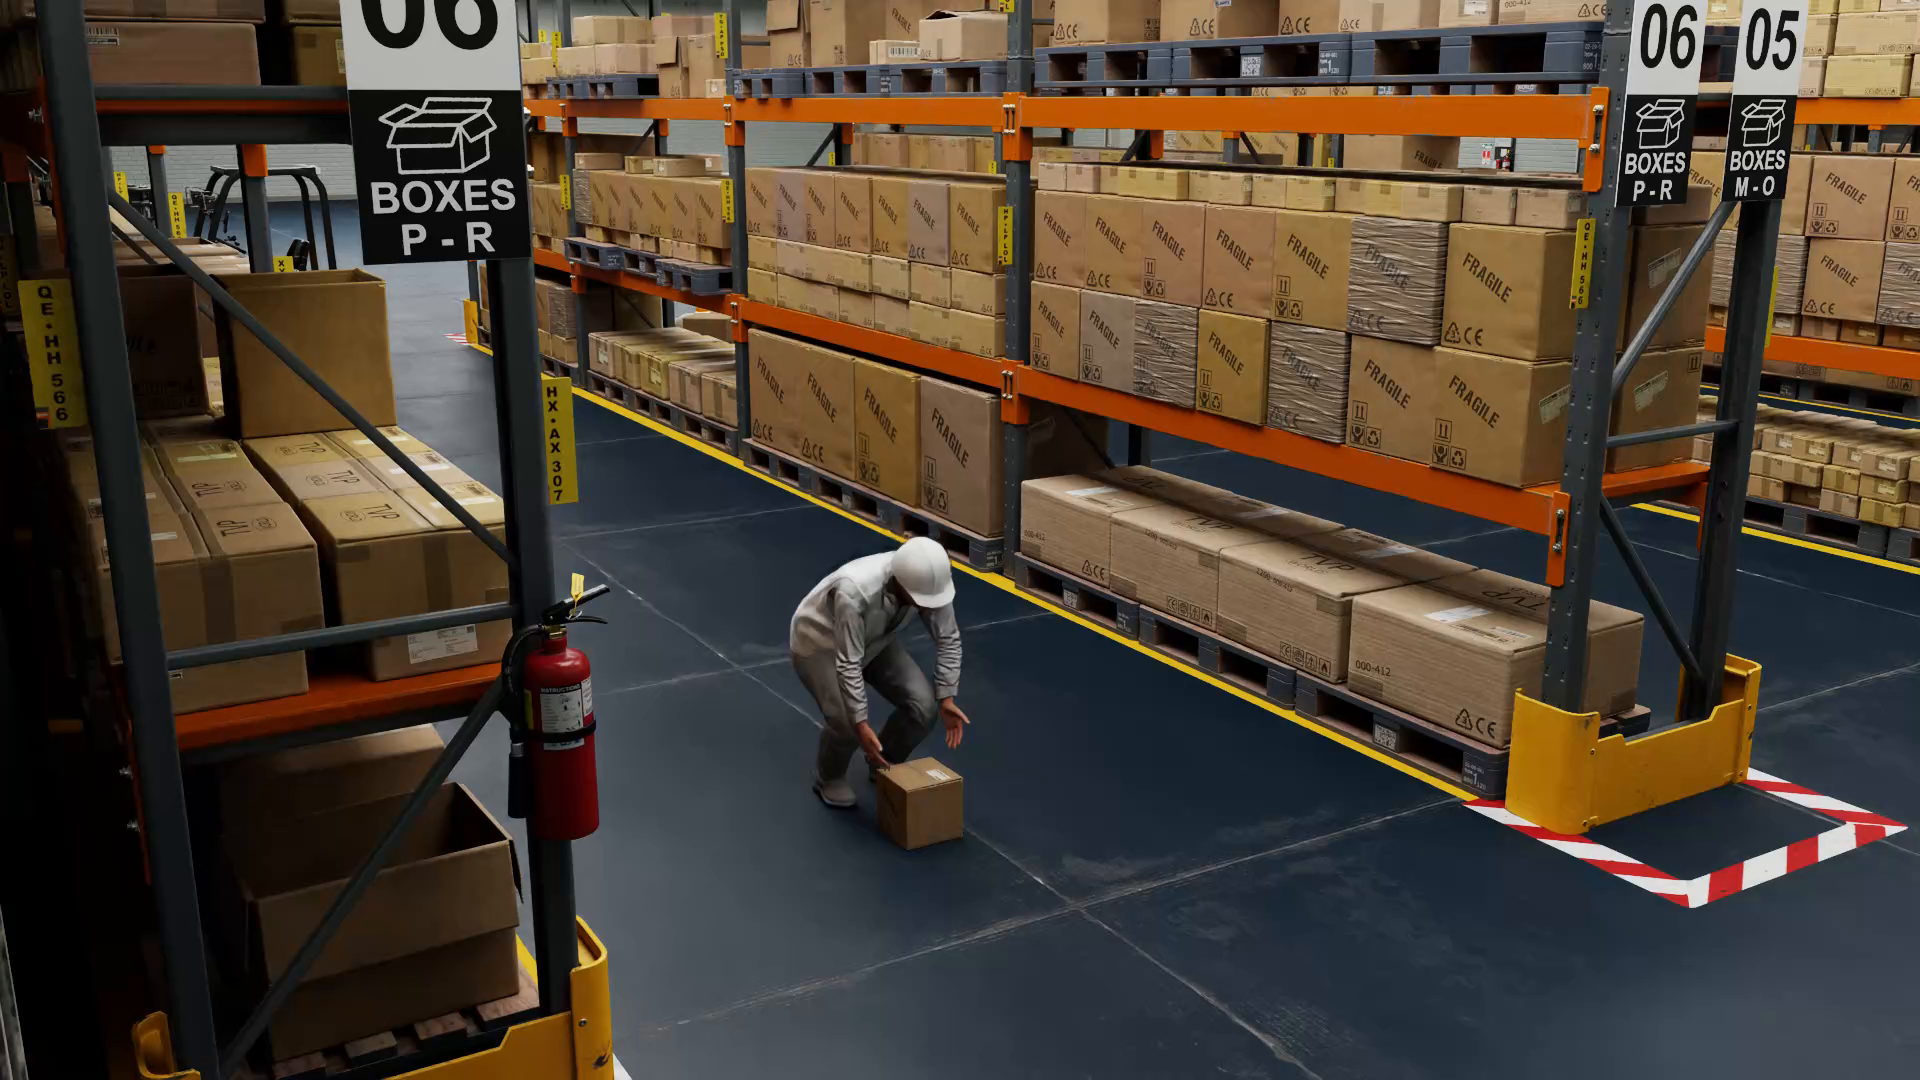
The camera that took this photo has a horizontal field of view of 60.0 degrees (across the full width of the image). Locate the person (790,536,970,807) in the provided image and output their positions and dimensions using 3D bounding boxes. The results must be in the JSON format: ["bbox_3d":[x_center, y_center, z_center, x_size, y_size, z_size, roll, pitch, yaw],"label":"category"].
[{"bbox_3d":[-0.314,0.495,6.702,0.568,1.182,0.847,-9,17,-30],"label":"person"}]
